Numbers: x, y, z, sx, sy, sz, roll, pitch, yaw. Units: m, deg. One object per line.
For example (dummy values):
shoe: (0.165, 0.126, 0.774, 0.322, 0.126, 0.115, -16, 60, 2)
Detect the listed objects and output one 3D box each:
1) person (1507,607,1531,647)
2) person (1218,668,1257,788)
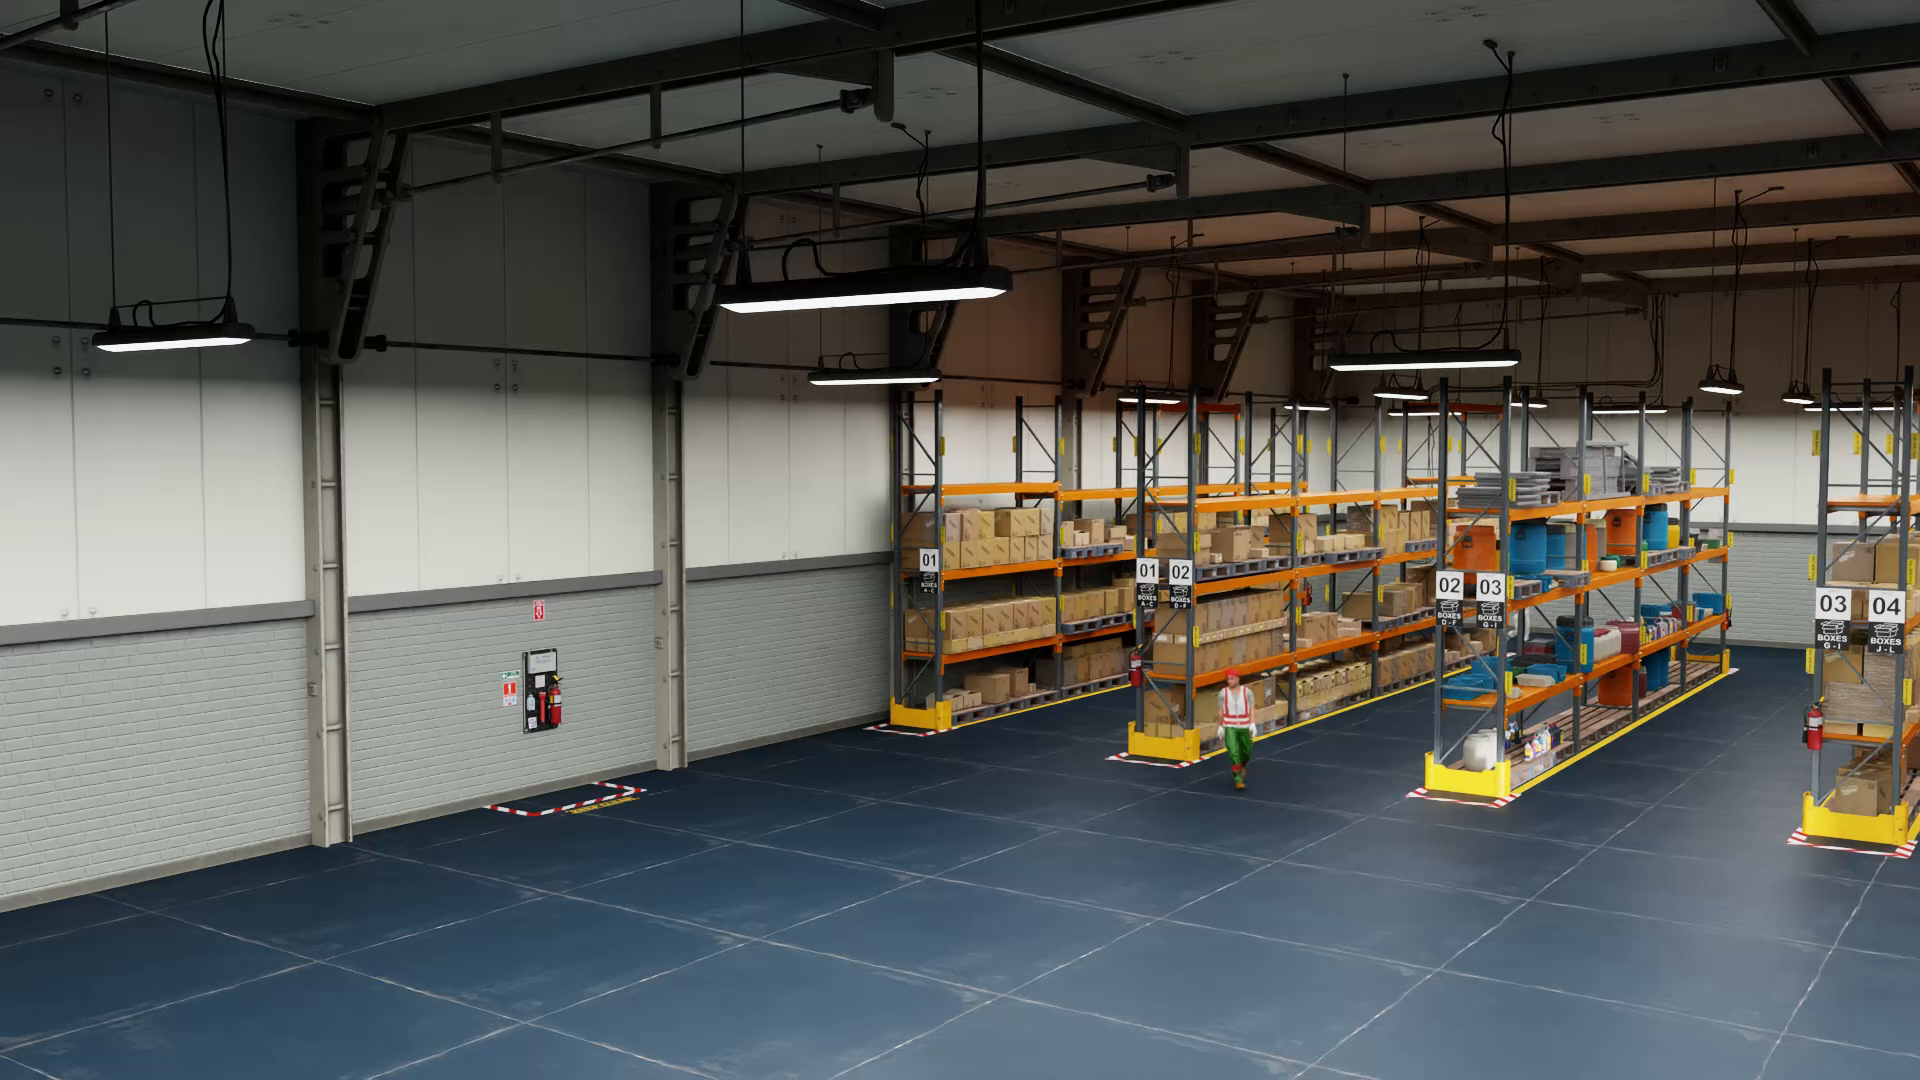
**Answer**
person: (13.623, 1.828, 40.504, 0.612, 1.782, 0.703, -3, 4, -38)
person: (4.087, 2.758, 24.511, 0.538, 1.729, 0.955, 0, 3, 0)
